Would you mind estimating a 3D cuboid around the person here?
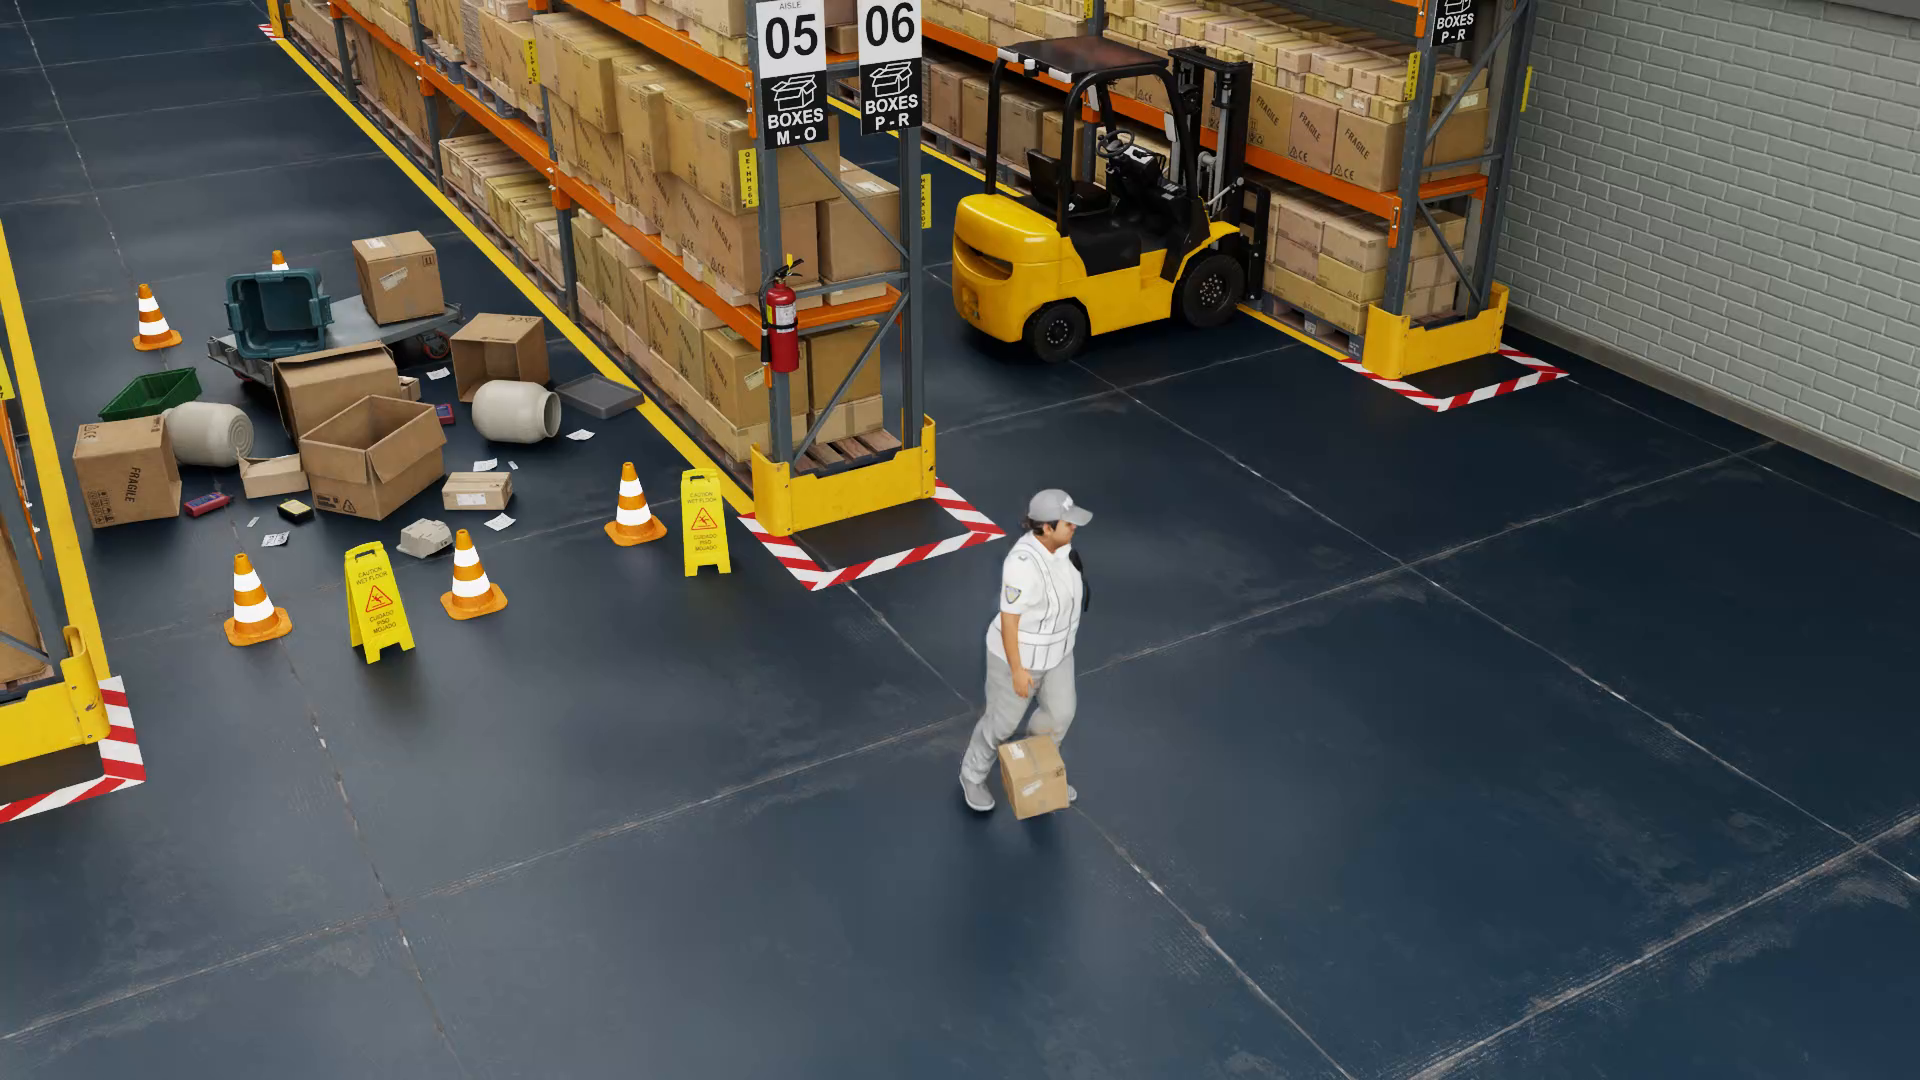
[{"bbox_3d":[0.287,0.500,7.663,0.552,1.649,0.531,17,34,28],"label":"person"}]
